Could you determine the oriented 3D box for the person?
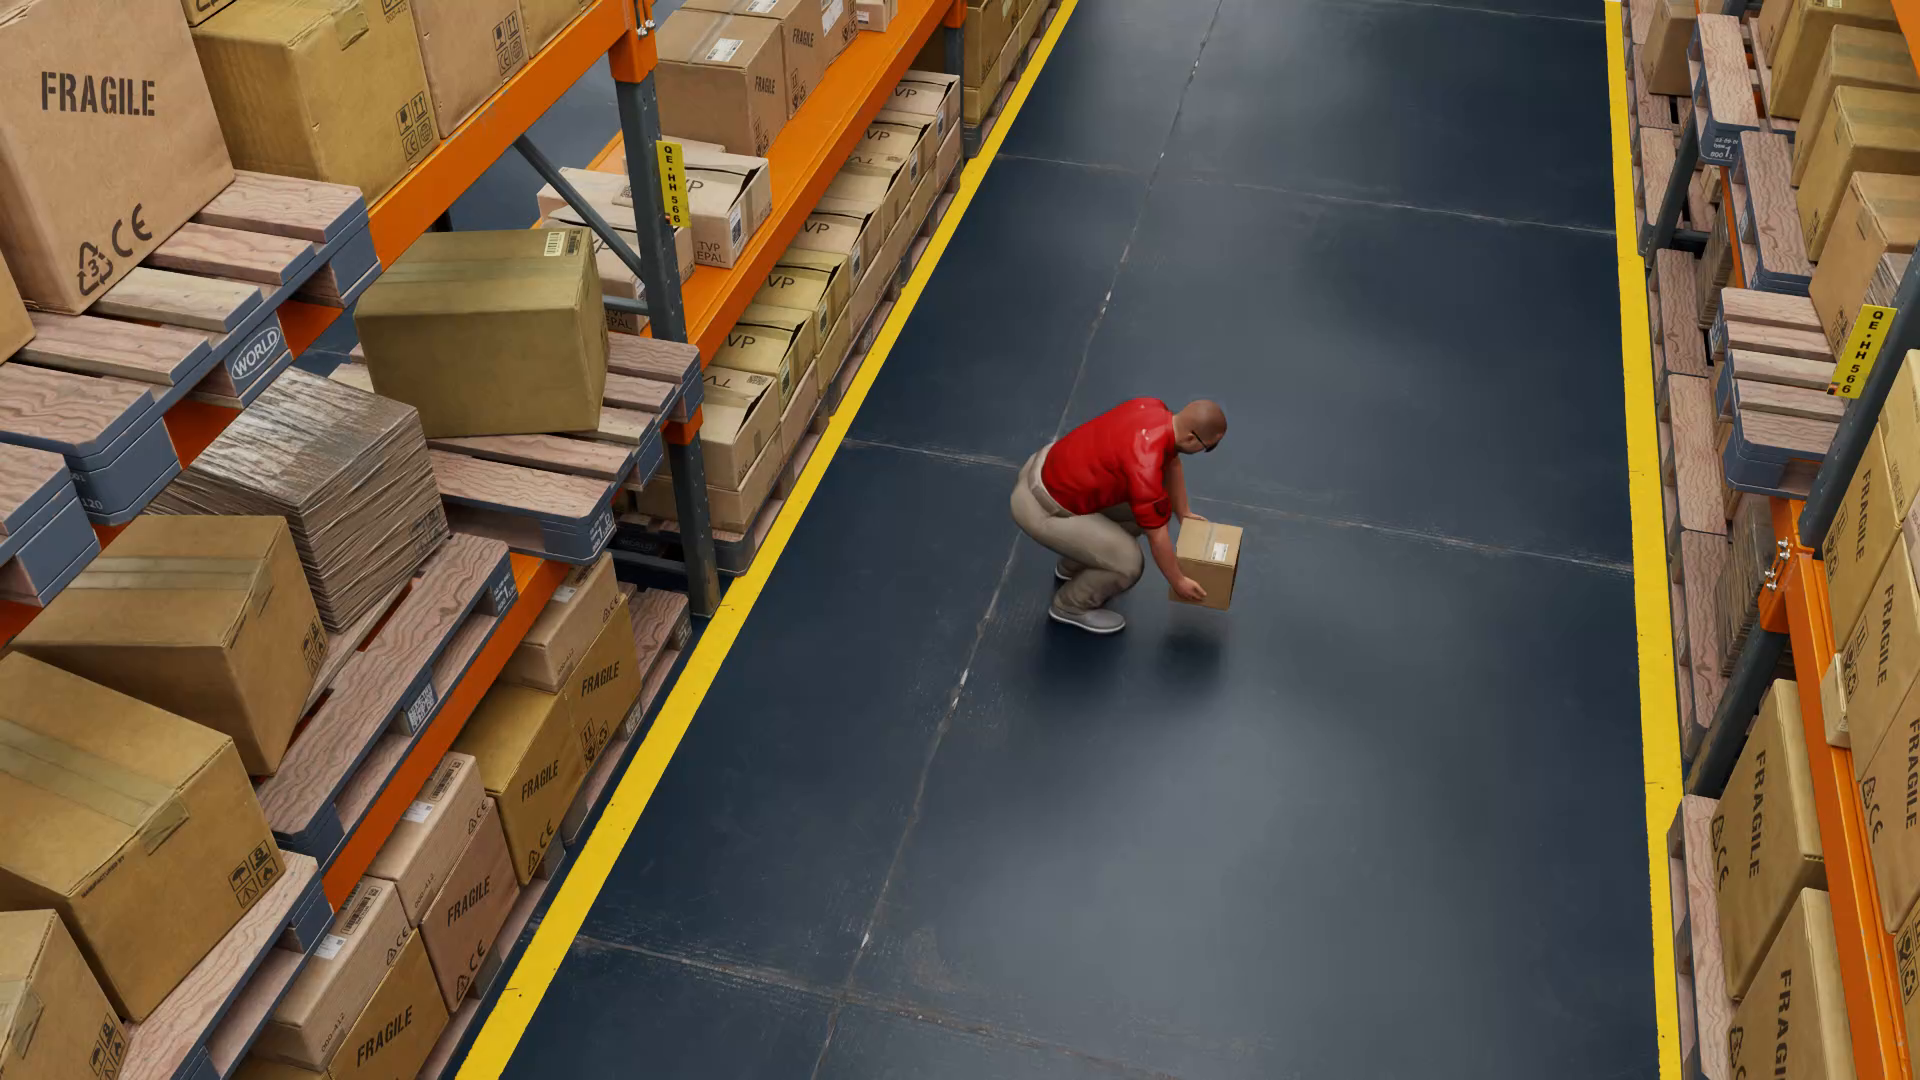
[{"bbox_3d":[0.646,-0.156,6.848,0.846,1.085,0.568,10,42,11],"label":"person"}]
